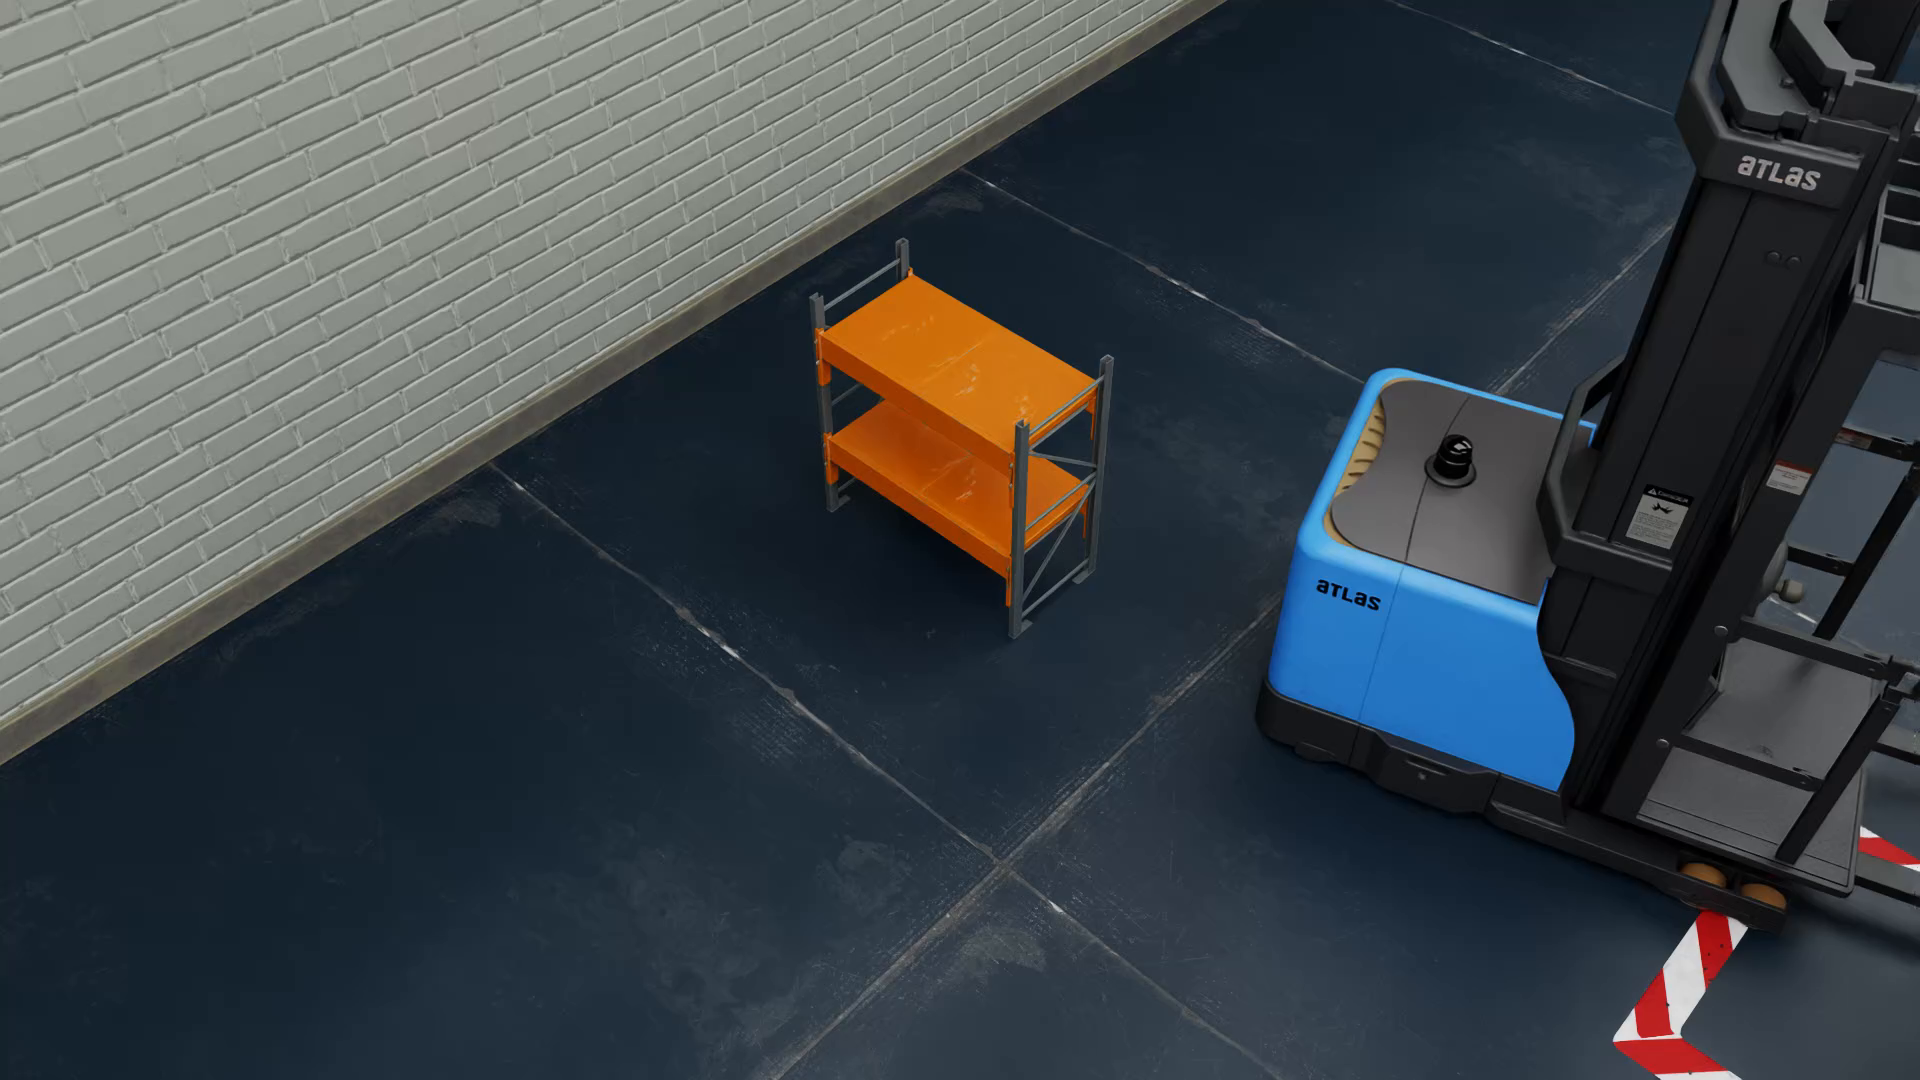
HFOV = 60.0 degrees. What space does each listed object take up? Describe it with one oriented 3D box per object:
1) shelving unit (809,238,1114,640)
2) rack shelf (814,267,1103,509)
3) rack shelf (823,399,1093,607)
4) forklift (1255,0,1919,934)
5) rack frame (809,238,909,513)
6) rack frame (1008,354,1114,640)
[{"bbox_3d":[-0.005,-0.388,6.452,1.048,1.125,0.538,34,55,28],"label":"shelving unit"},{"bbox_3d":[-0.005,-0.589,6.238,1.000,0.278,0.538,34,55,28],"label":"rack shelf"},{"bbox_3d":[-0.005,-0.221,6.630,1.000,0.278,0.538,34,55,28],"label":"rack shelf"},{"bbox_3d":[2.649,-0.132,4.972,3.031,2.935,1.130,19,50,17],"label":"forklift"},{"bbox_3d":[-0.379,-0.640,6.688,0.032,1.125,0.500,34,55,28],"label":"rack frame"},{"bbox_3d":[0.369,-0.137,6.216,0.032,1.125,0.500,34,55,28],"label":"rack frame"}]
